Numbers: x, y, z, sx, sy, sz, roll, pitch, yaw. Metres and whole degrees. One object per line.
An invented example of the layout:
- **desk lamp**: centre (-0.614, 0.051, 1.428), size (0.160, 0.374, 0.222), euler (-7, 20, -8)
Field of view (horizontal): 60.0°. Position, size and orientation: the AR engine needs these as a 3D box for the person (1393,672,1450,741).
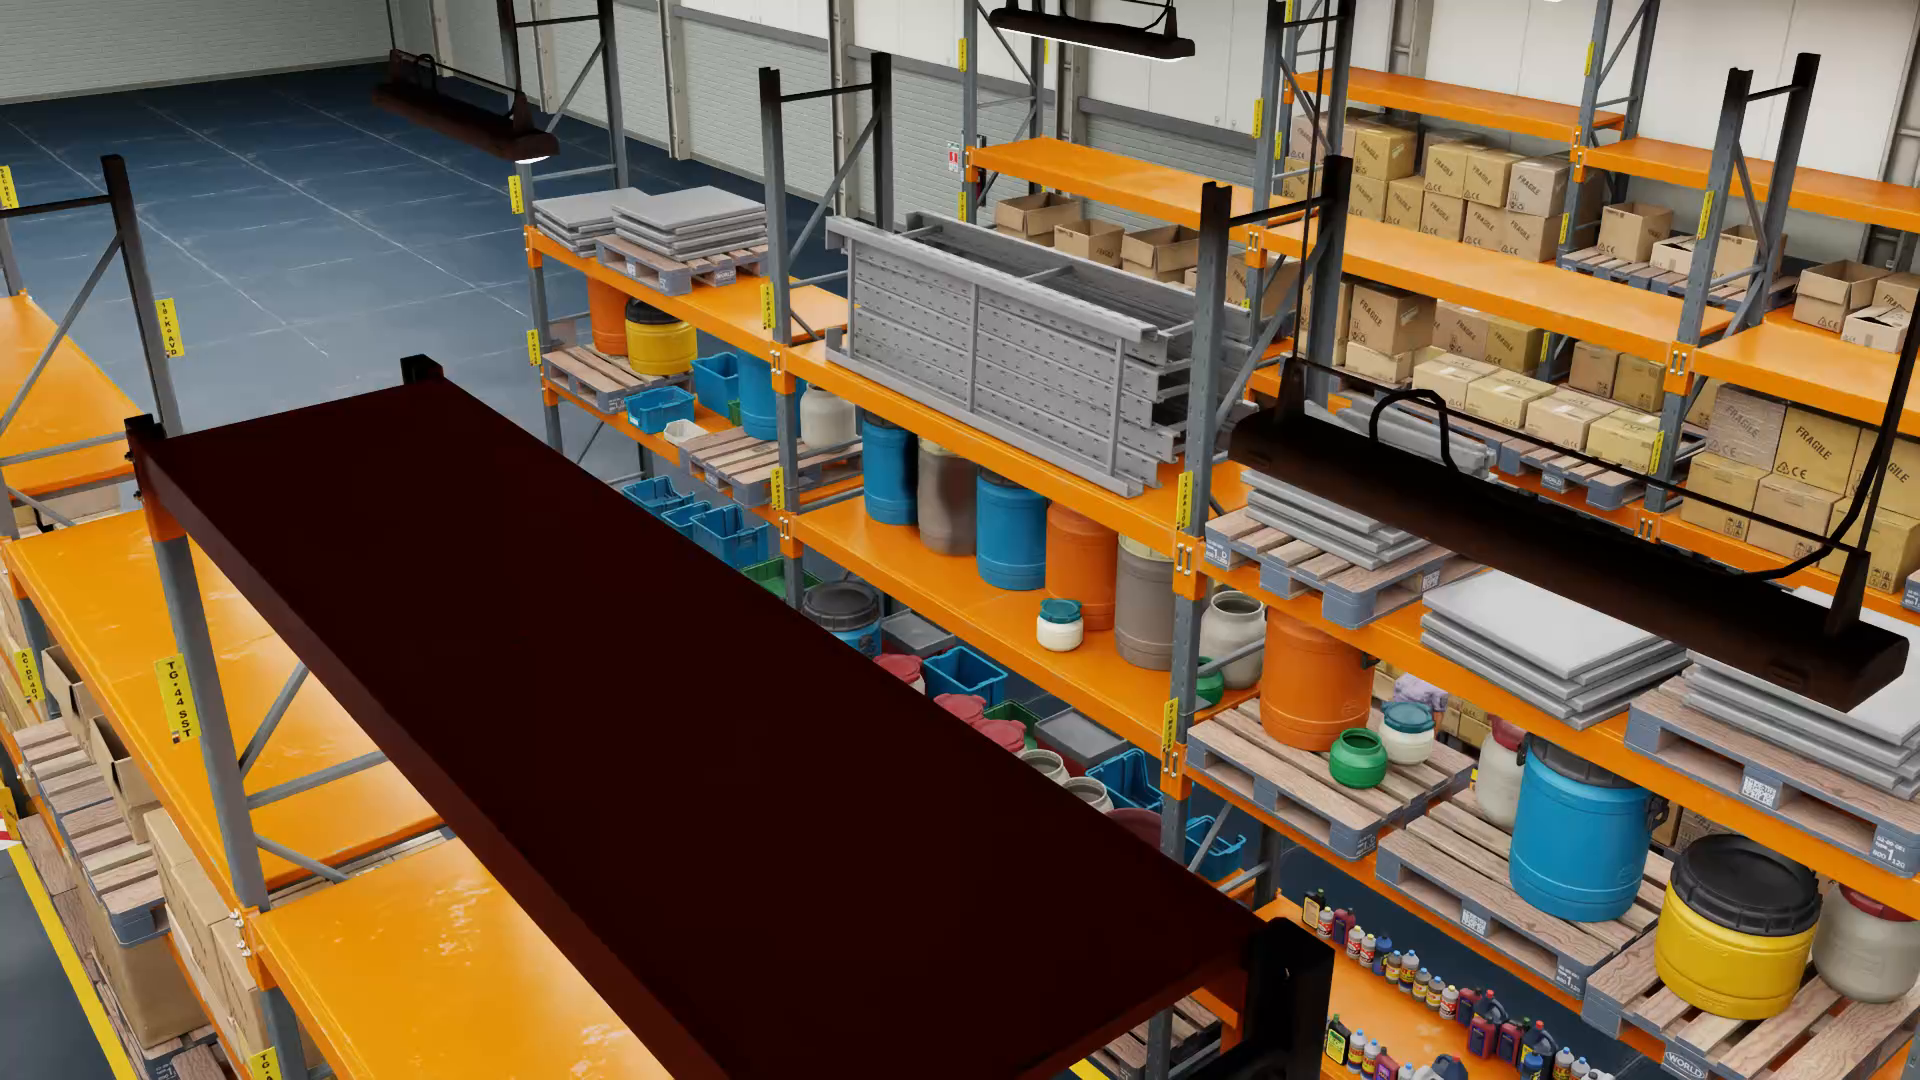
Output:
- **person**: centre (3.600, 1.528, 13.209), size (0.383, 1.655, 0.529), euler (-19, 31, -33)
